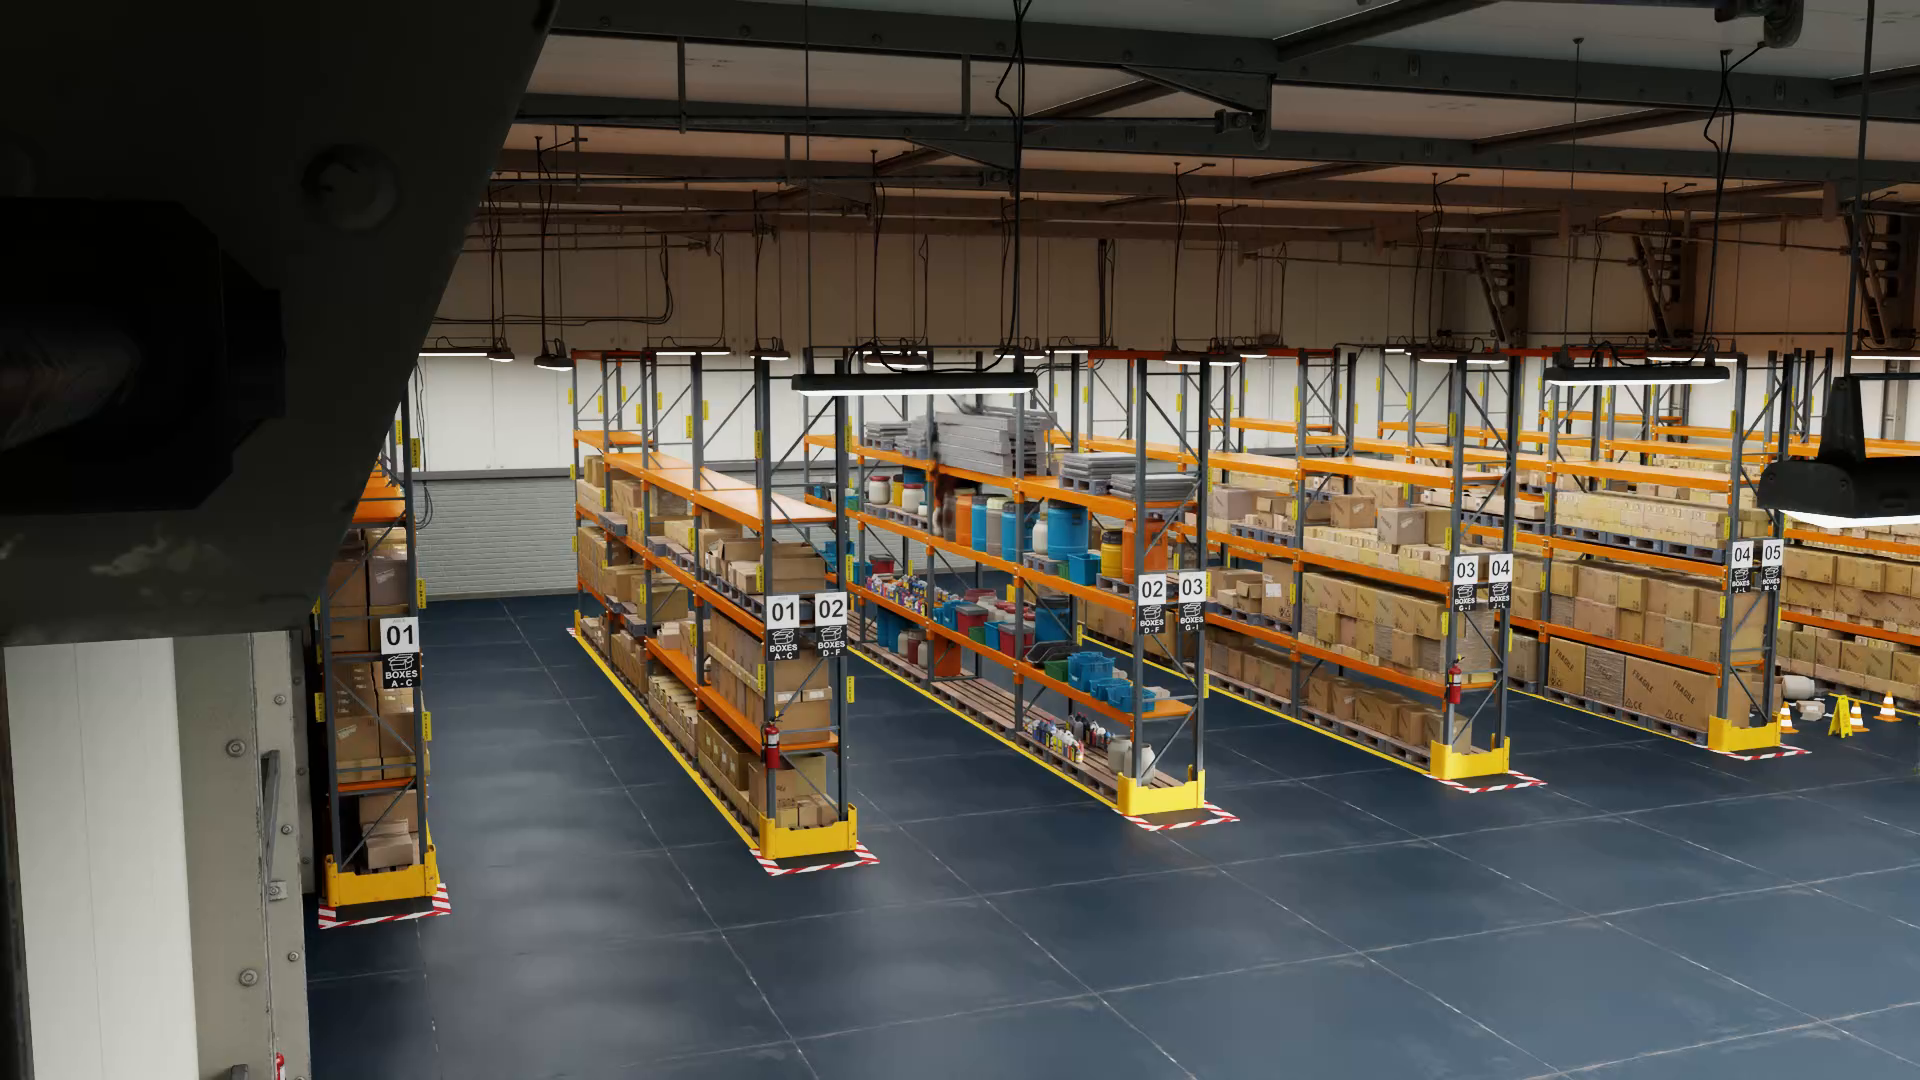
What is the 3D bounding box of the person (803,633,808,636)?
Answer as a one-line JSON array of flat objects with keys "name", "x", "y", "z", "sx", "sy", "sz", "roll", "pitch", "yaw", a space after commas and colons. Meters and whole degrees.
[{"name": "person", "x": -2.882, "y": 1.568, "z": 29.908, "sx": 0.580, "sy": 1.733, "sz": 0.734, "roll": -4, "pitch": 8, "yaw": -32}]
